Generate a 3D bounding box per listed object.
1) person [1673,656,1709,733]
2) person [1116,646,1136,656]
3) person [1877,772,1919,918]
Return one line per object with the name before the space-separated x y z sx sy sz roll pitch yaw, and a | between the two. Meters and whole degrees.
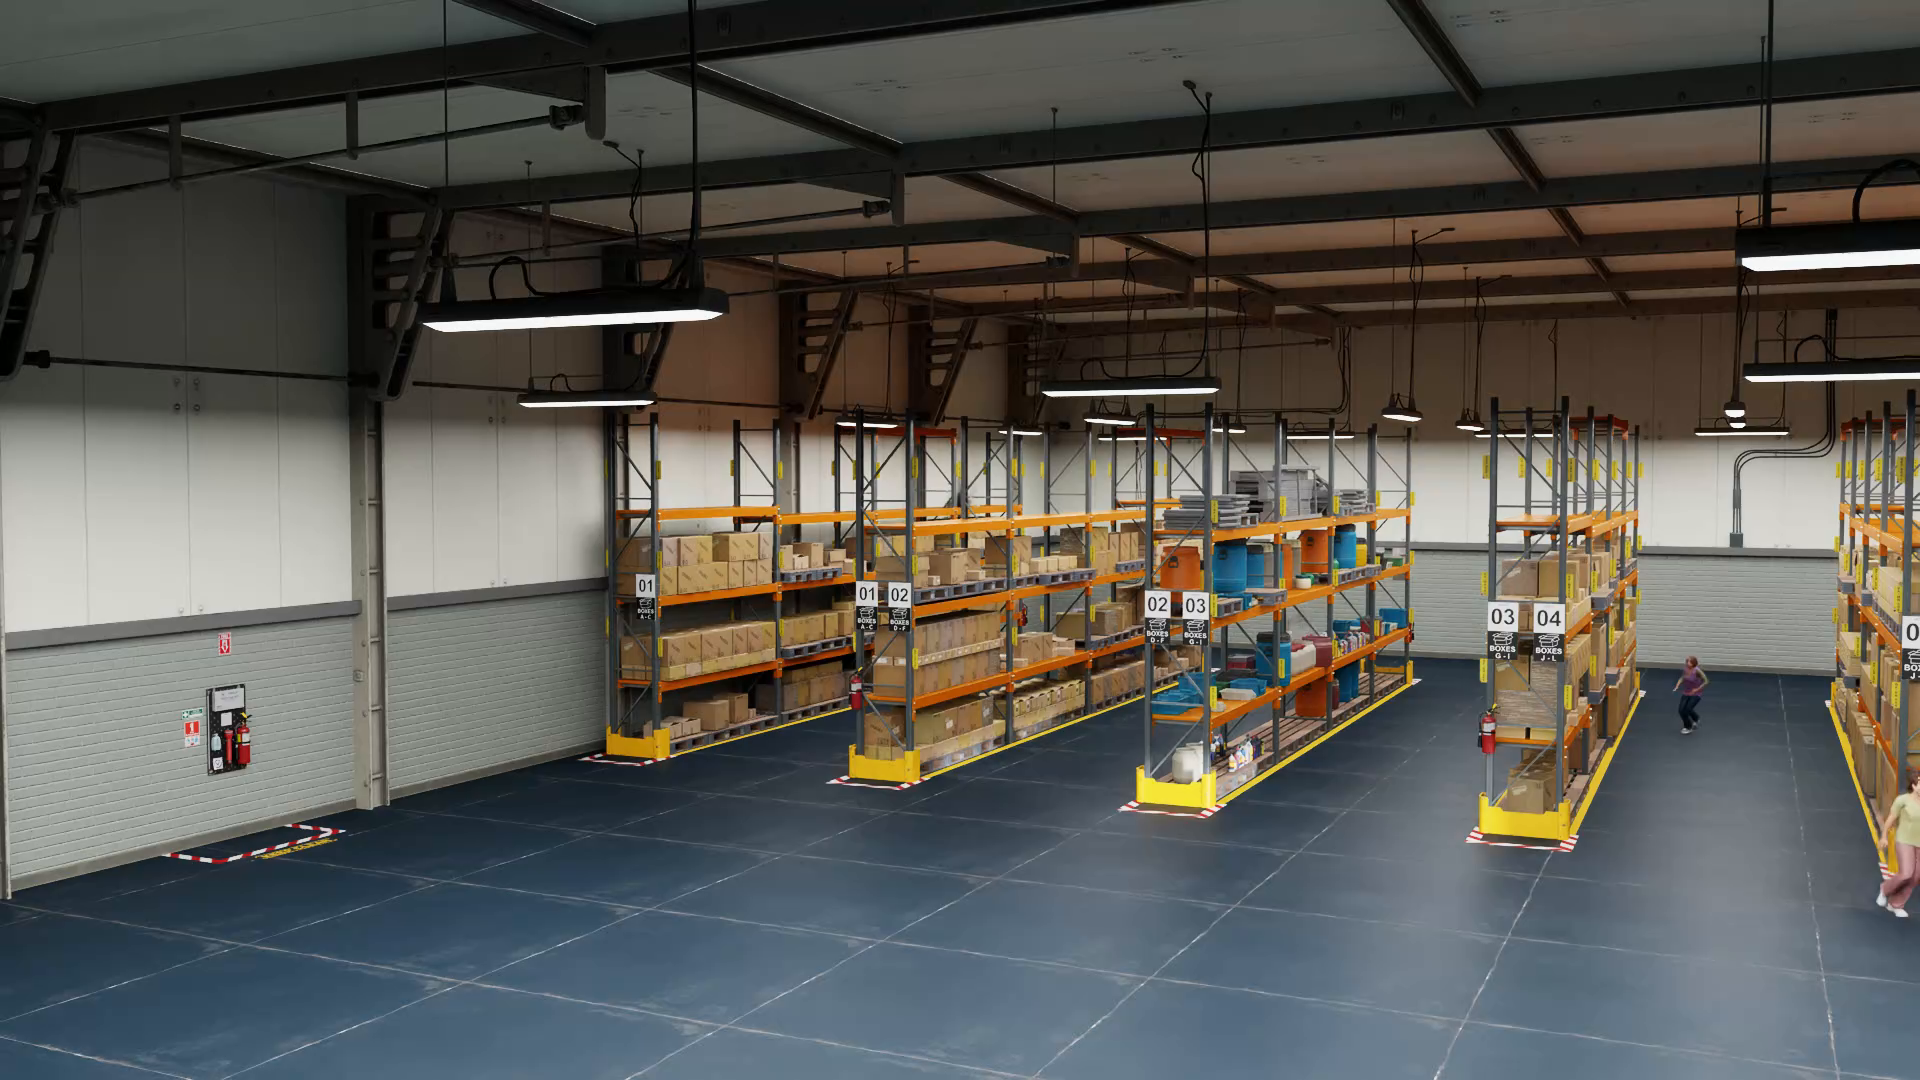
person | 13.853 2.940 31.483 0.500 1.509 0.618 -2 3 -35
person | 4.398 2.464 43.116 1.073 1.460 0.590 2 3 37
person | 10.611 3.402 18.584 0.576 1.647 0.523 0 2 -4
